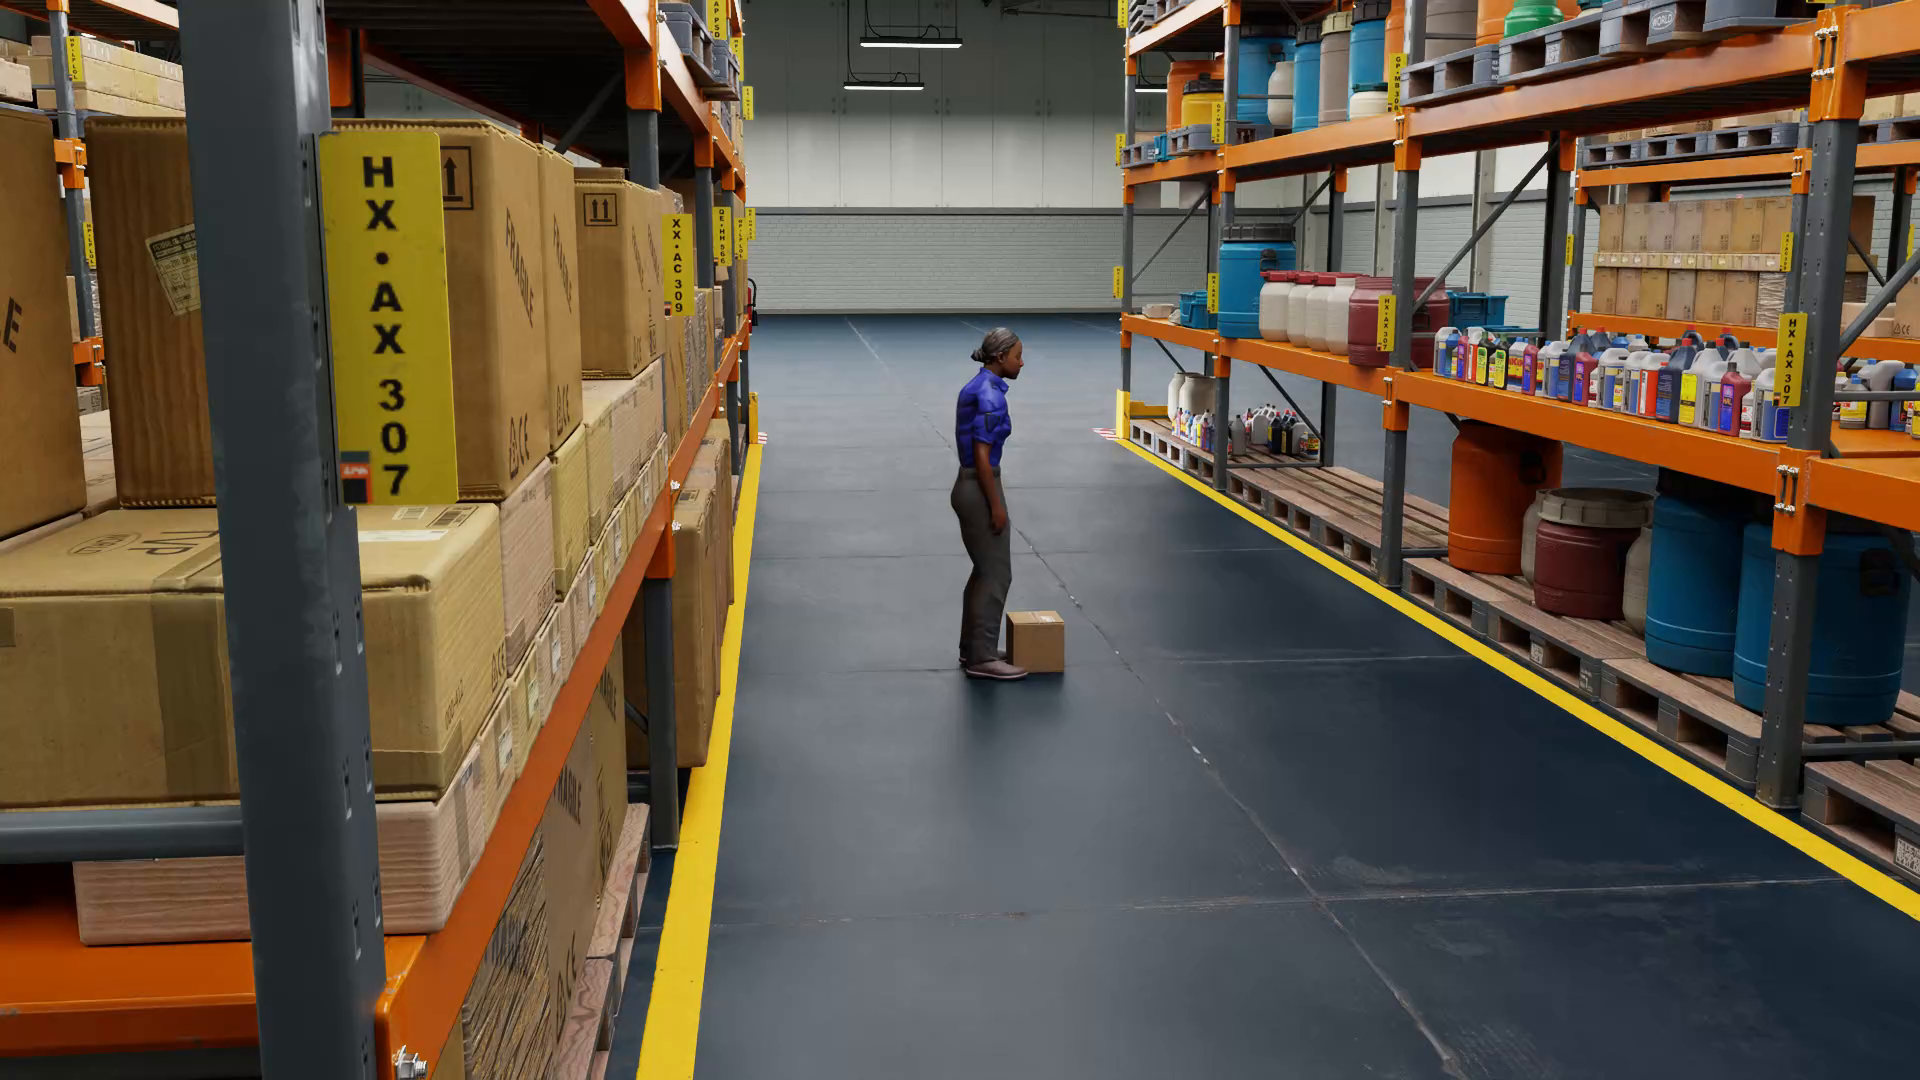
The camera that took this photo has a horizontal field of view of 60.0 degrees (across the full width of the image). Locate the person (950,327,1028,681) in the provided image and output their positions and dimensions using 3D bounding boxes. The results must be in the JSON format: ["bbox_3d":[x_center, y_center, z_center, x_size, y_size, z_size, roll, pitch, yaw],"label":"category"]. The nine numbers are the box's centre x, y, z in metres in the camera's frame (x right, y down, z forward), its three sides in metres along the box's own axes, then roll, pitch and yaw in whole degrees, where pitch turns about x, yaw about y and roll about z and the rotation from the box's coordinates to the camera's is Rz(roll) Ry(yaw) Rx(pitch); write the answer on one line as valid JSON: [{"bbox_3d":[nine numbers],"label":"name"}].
[{"bbox_3d":[0.133,-0.172,7.973,0.349,1.624,0.504,-1,10,-5],"label":"person"}]
